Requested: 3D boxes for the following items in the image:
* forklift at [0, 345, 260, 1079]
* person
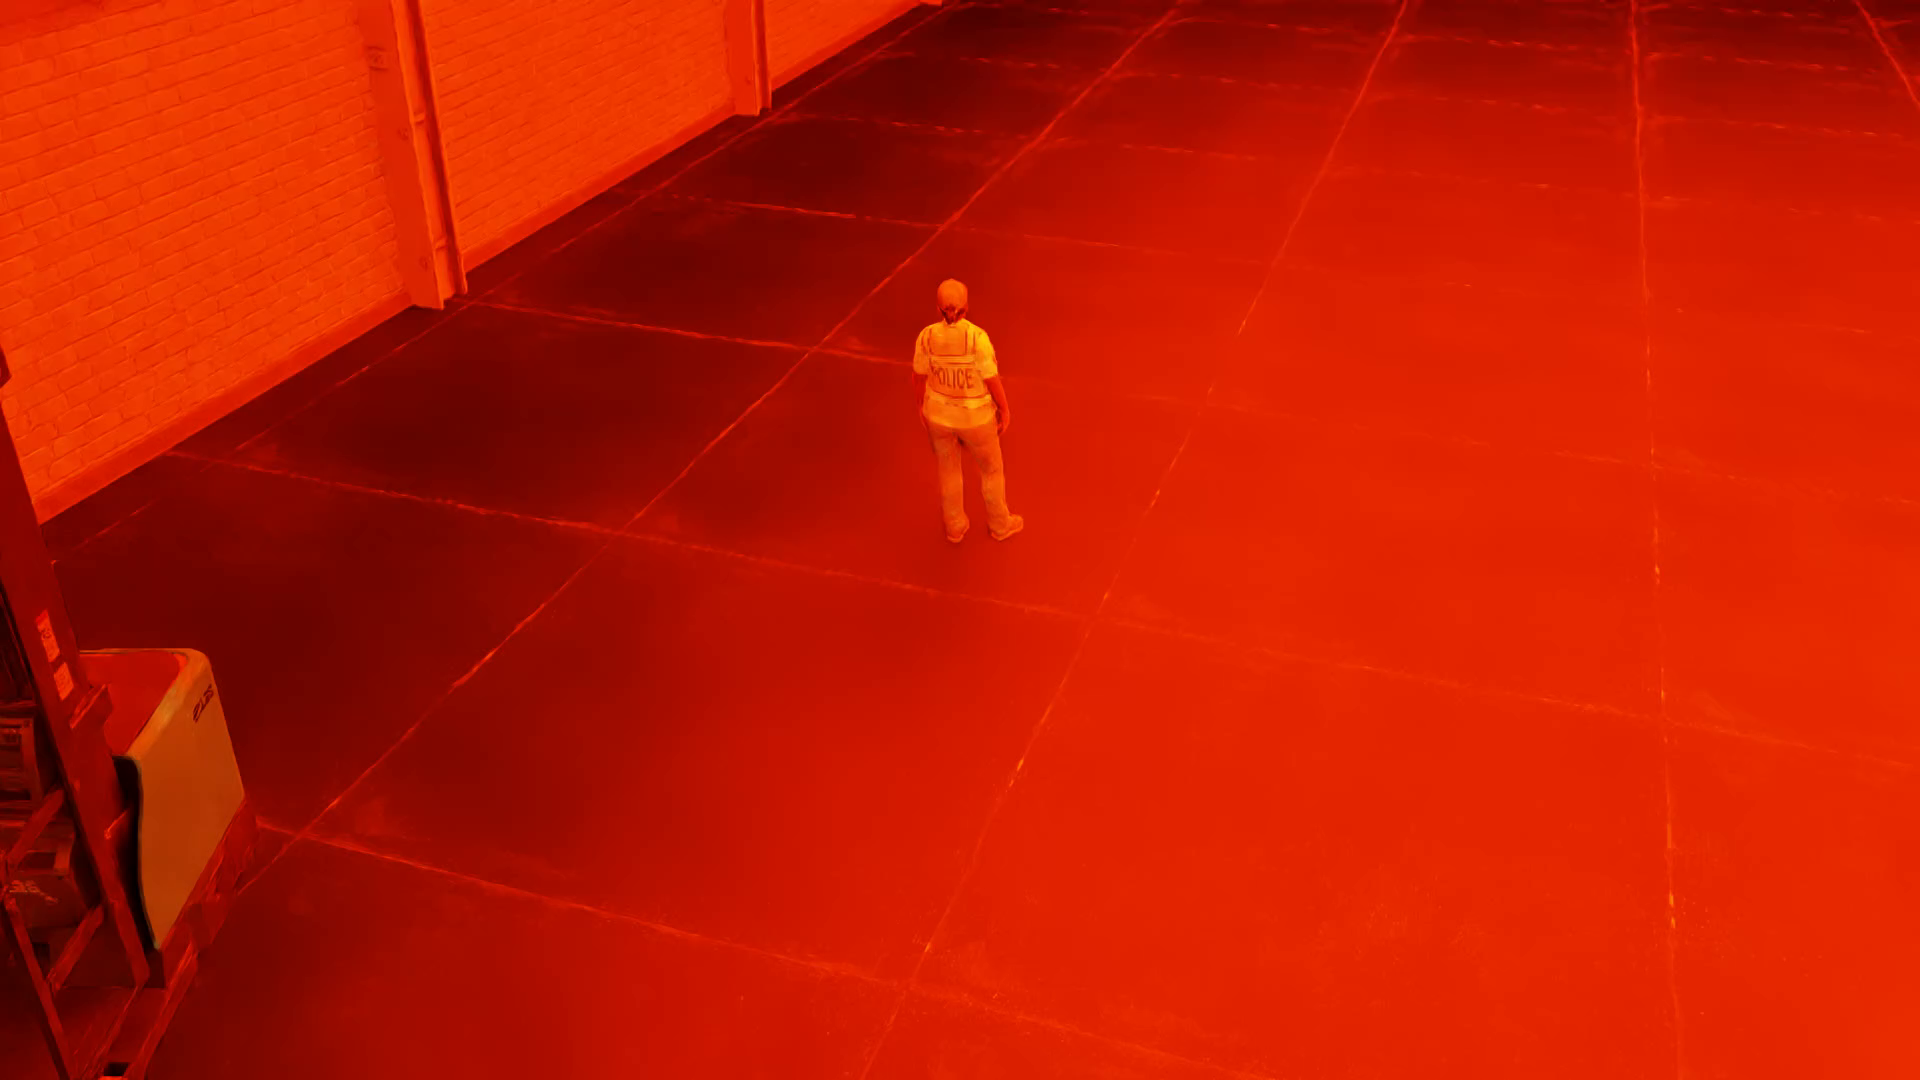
[{"bbox_3d":[-3.688,0.854,5.639,1.130,2.935,3.031,-1,30,-1],"label":"forklift"},{"bbox_3d":[0.046,-0.762,9.736,0.598,1.669,0.529,10,31,16],"label":"person"}]
